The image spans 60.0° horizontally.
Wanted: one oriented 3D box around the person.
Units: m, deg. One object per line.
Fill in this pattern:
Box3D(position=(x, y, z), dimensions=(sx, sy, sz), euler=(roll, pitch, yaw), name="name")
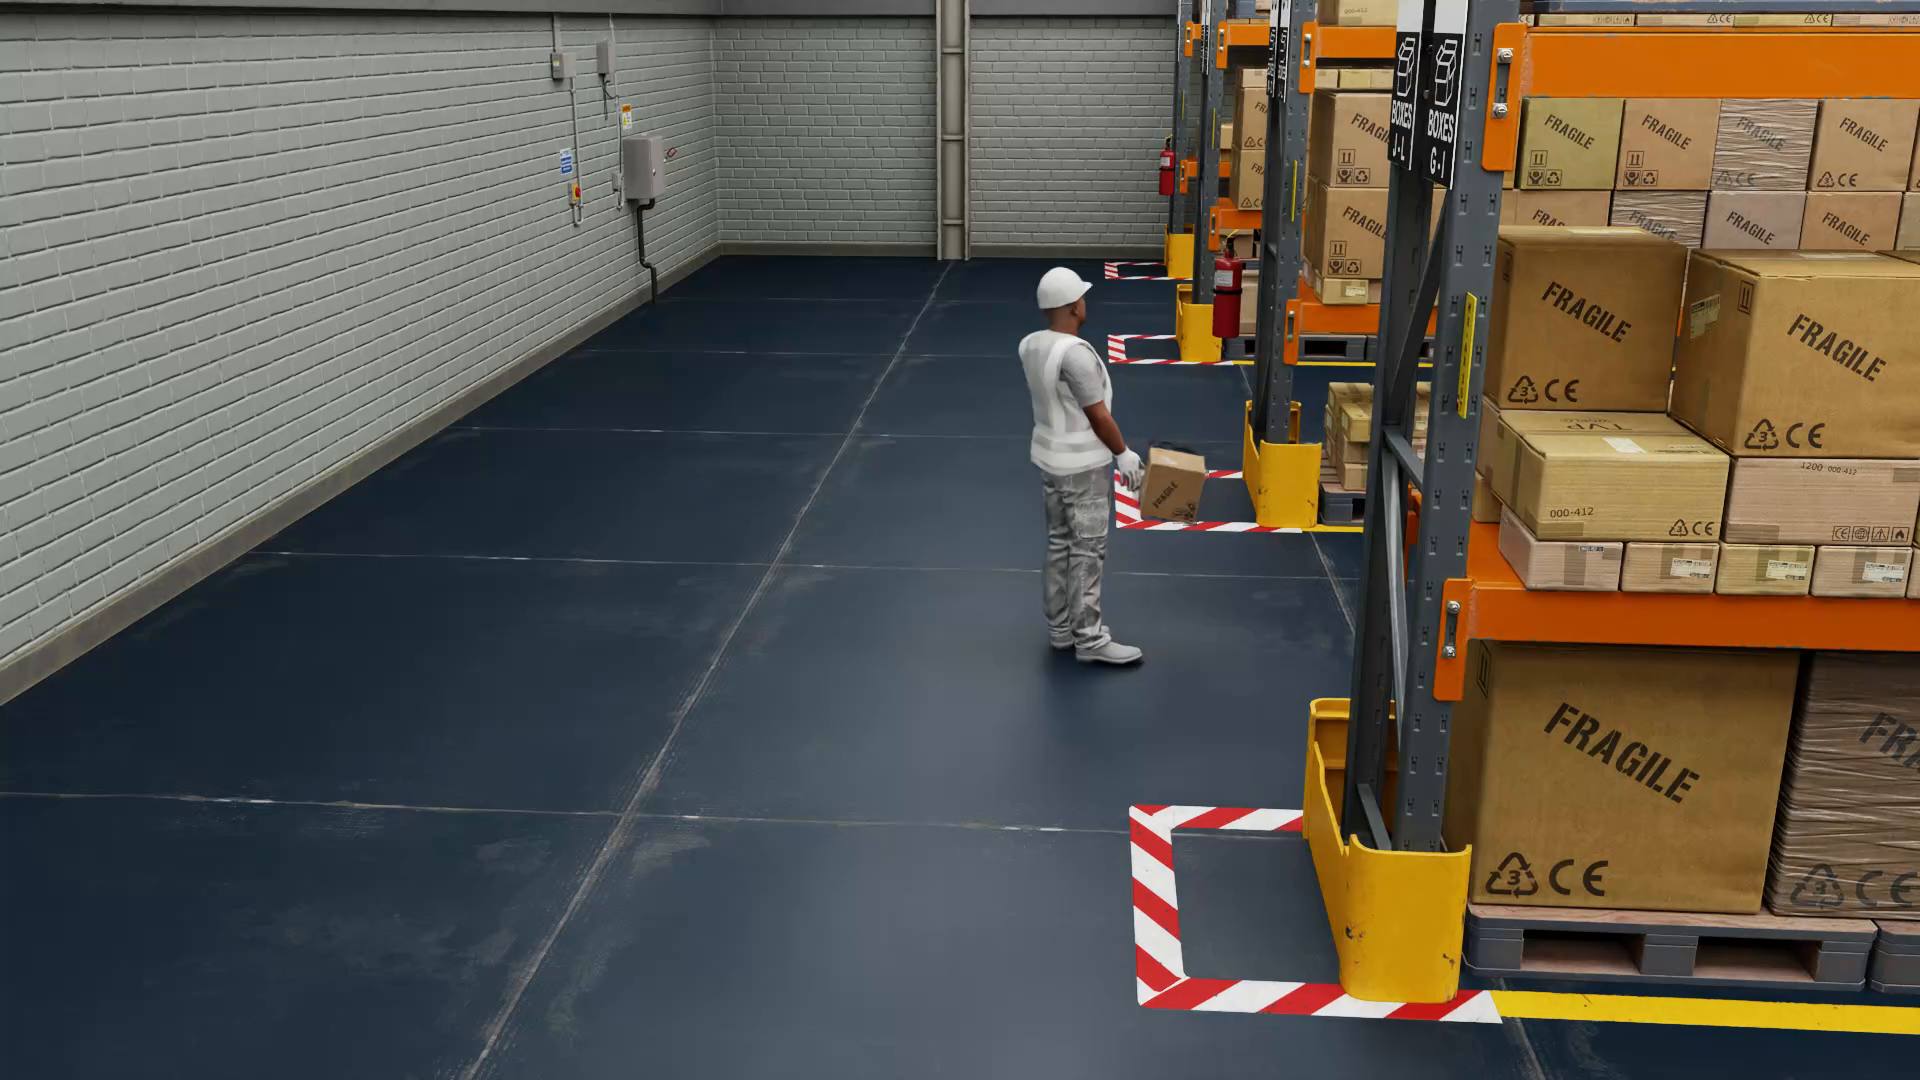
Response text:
Box3D(position=(0.558, -0.346, 7.587), dimensions=(0.481, 1.791, 0.576), euler=(-7, 18, -20), name="person")
